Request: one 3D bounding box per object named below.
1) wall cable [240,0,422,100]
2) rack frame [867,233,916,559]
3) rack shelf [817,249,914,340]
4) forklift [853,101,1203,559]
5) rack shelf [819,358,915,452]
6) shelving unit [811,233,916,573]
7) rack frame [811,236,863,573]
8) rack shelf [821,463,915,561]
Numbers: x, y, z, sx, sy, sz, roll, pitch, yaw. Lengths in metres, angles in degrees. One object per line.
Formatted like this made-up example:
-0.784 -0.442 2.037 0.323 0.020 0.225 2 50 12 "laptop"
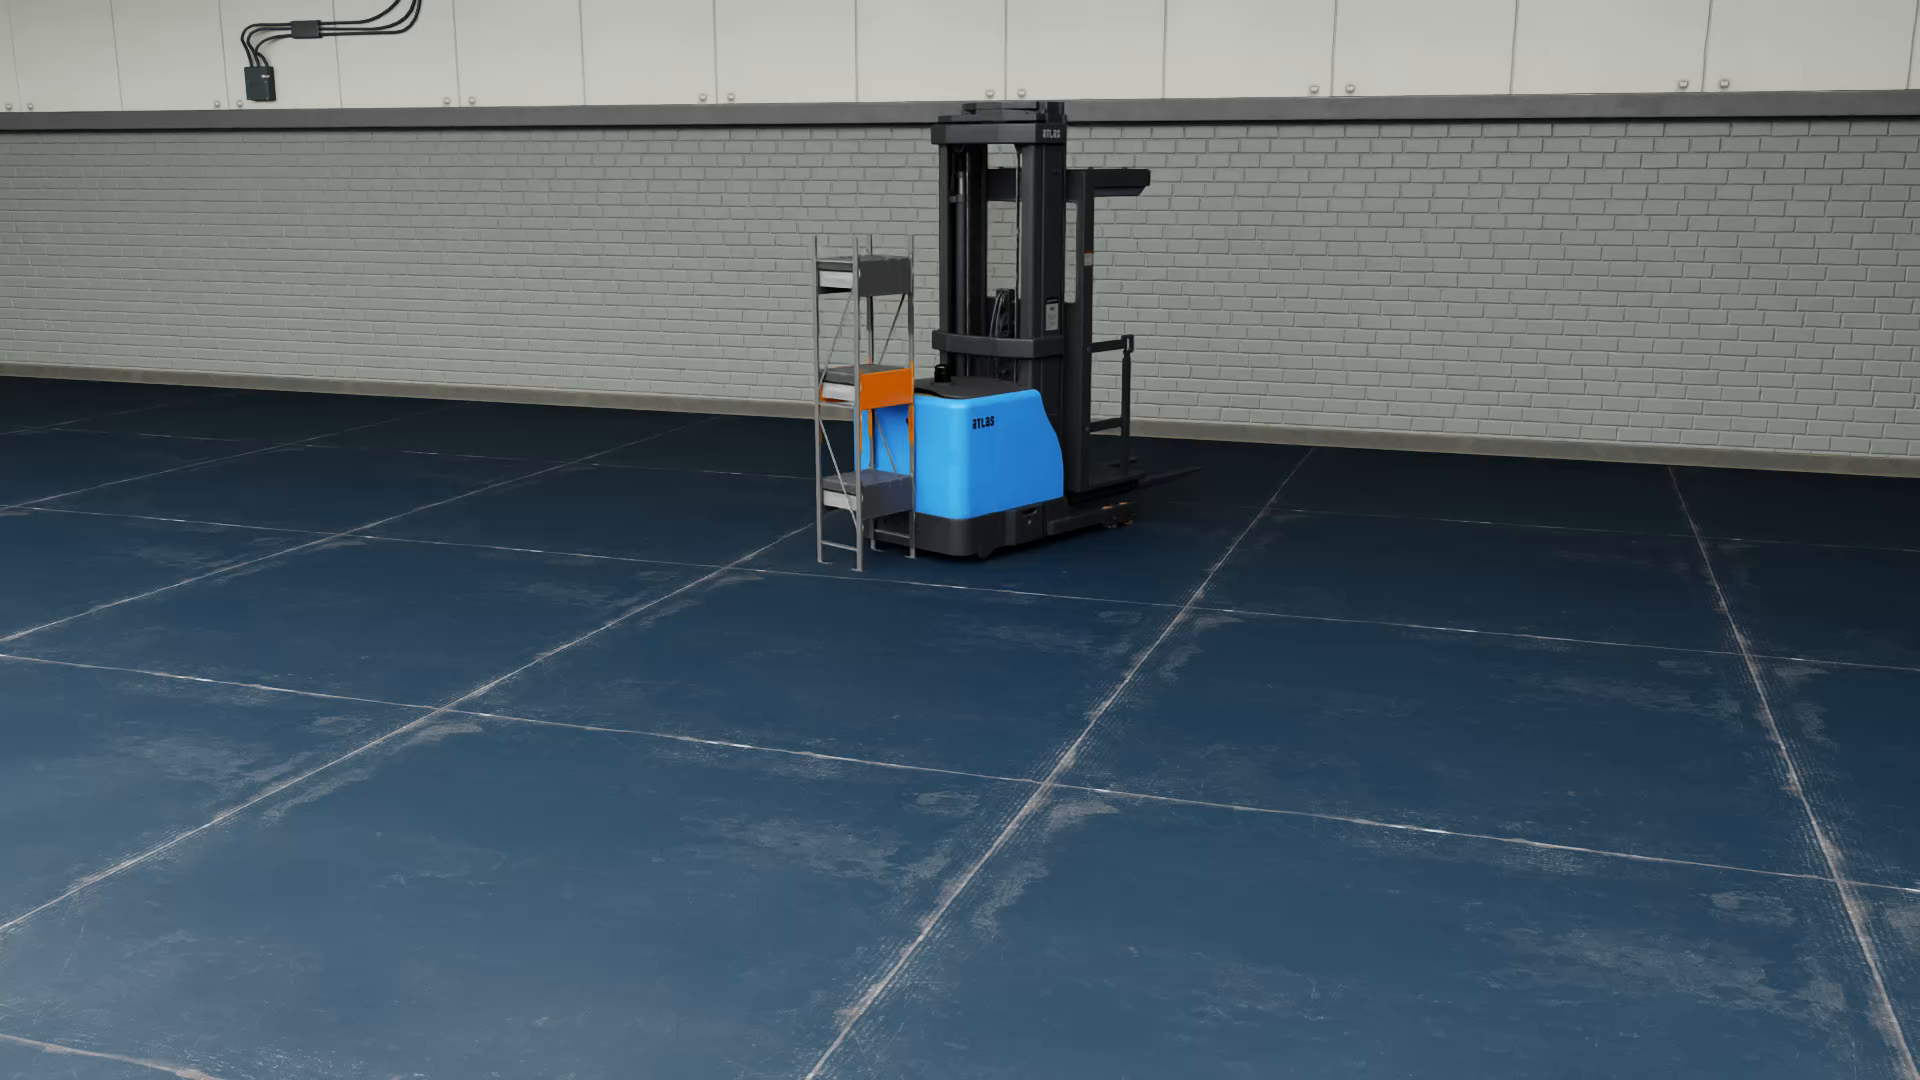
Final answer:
-6.690 -7.657 17.170 2.305 6.003 0.169 4 14 18 "wall cable"
-0.446 -0.926 10.827 0.400 2.100 0.015 11 17 41 "rack frame"
-0.610 -1.555 10.497 0.431 0.518 0.480 11 17 41 "rack shelf"
0.633 -1.573 11.794 1.130 2.935 3.031 11 17 41 "forklift"
-0.610 -0.872 10.653 0.431 0.518 0.480 11 17 41 "rack shelf"
-0.610 -0.886 10.650 0.431 2.100 0.503 11 17 41 "shelving unit"
-0.773 -0.846 10.474 0.400 2.100 0.015 11 17 41 "rack frame"
-0.610 -0.190 10.809 0.431 0.518 0.480 11 17 41 "rack shelf"
